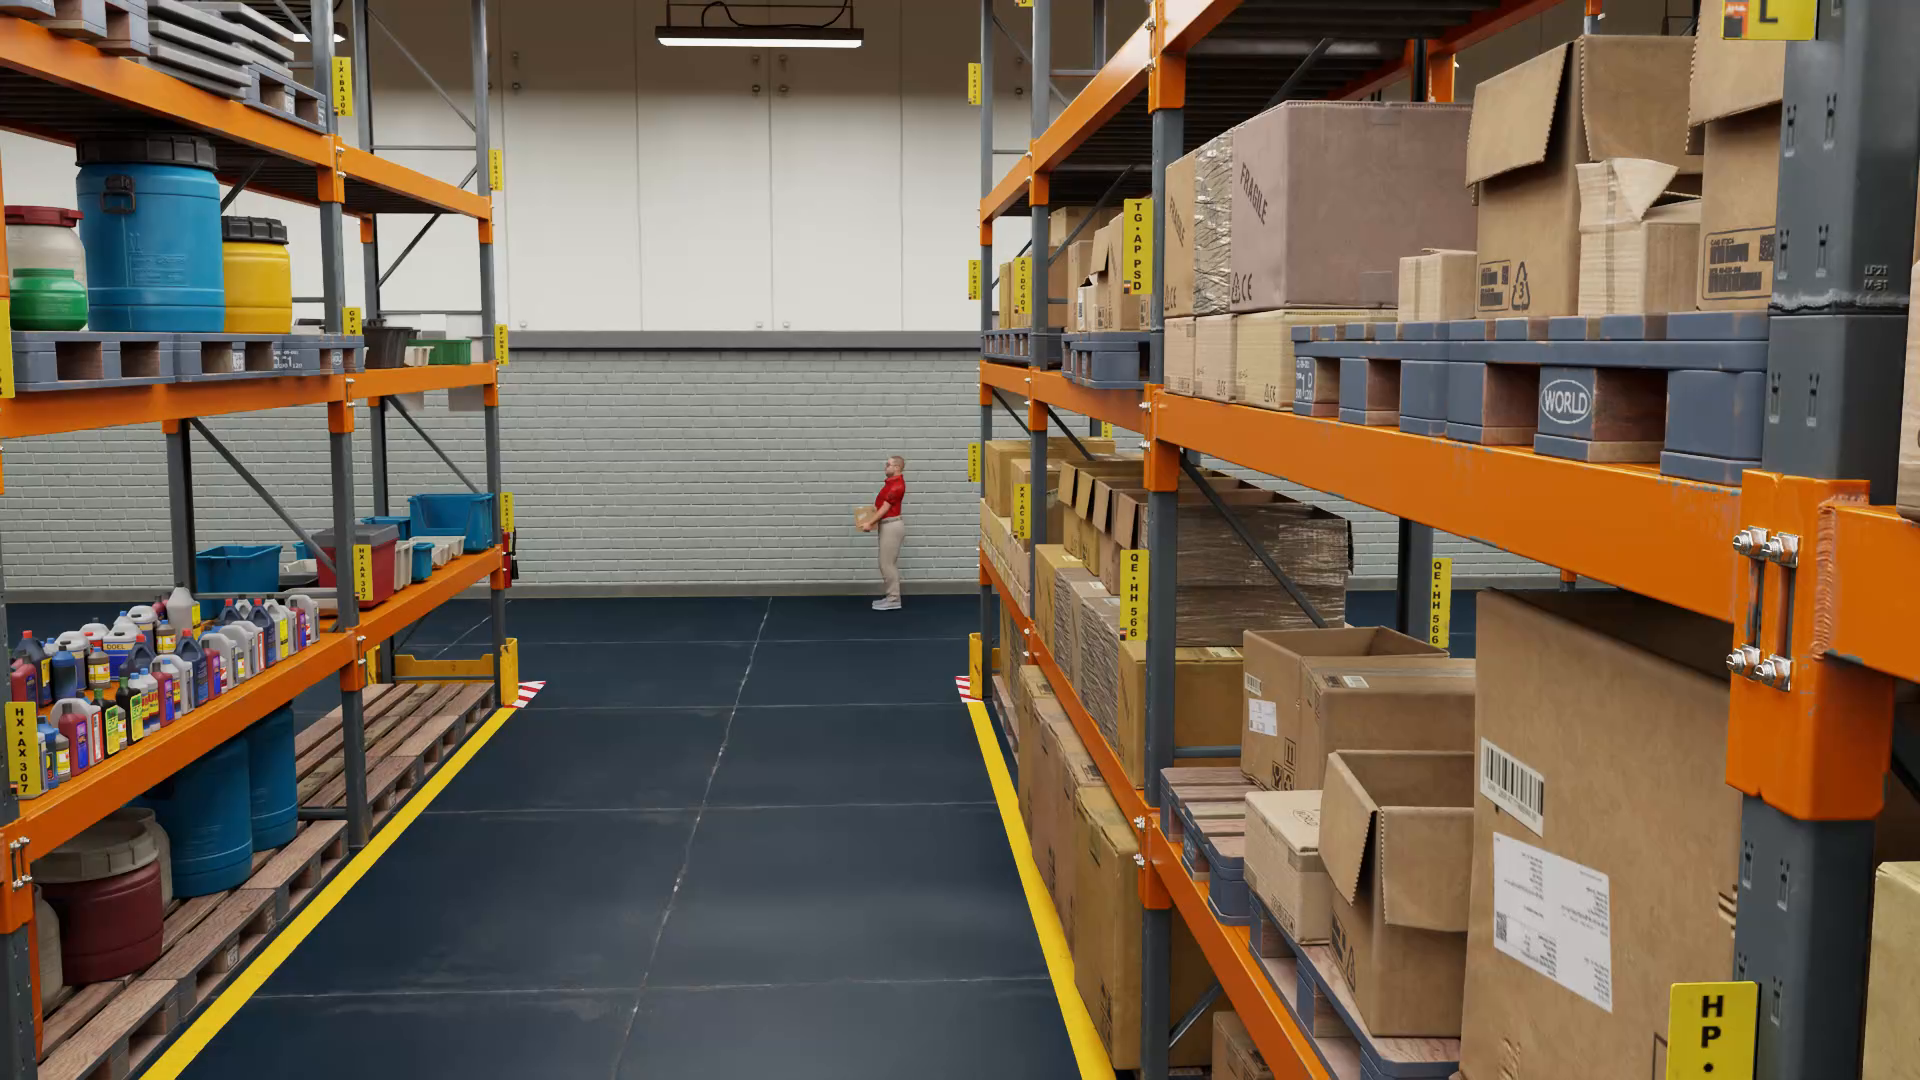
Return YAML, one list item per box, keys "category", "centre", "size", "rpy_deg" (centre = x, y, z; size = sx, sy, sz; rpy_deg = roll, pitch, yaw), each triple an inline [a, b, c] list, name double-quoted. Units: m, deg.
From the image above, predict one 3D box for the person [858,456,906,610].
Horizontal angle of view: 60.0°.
- category: "person"
  centre: [-0.872, -0.085, 18.577]
  size: [0.538, 1.712, 0.493]
  rpy_deg: [0, 7, -3]
